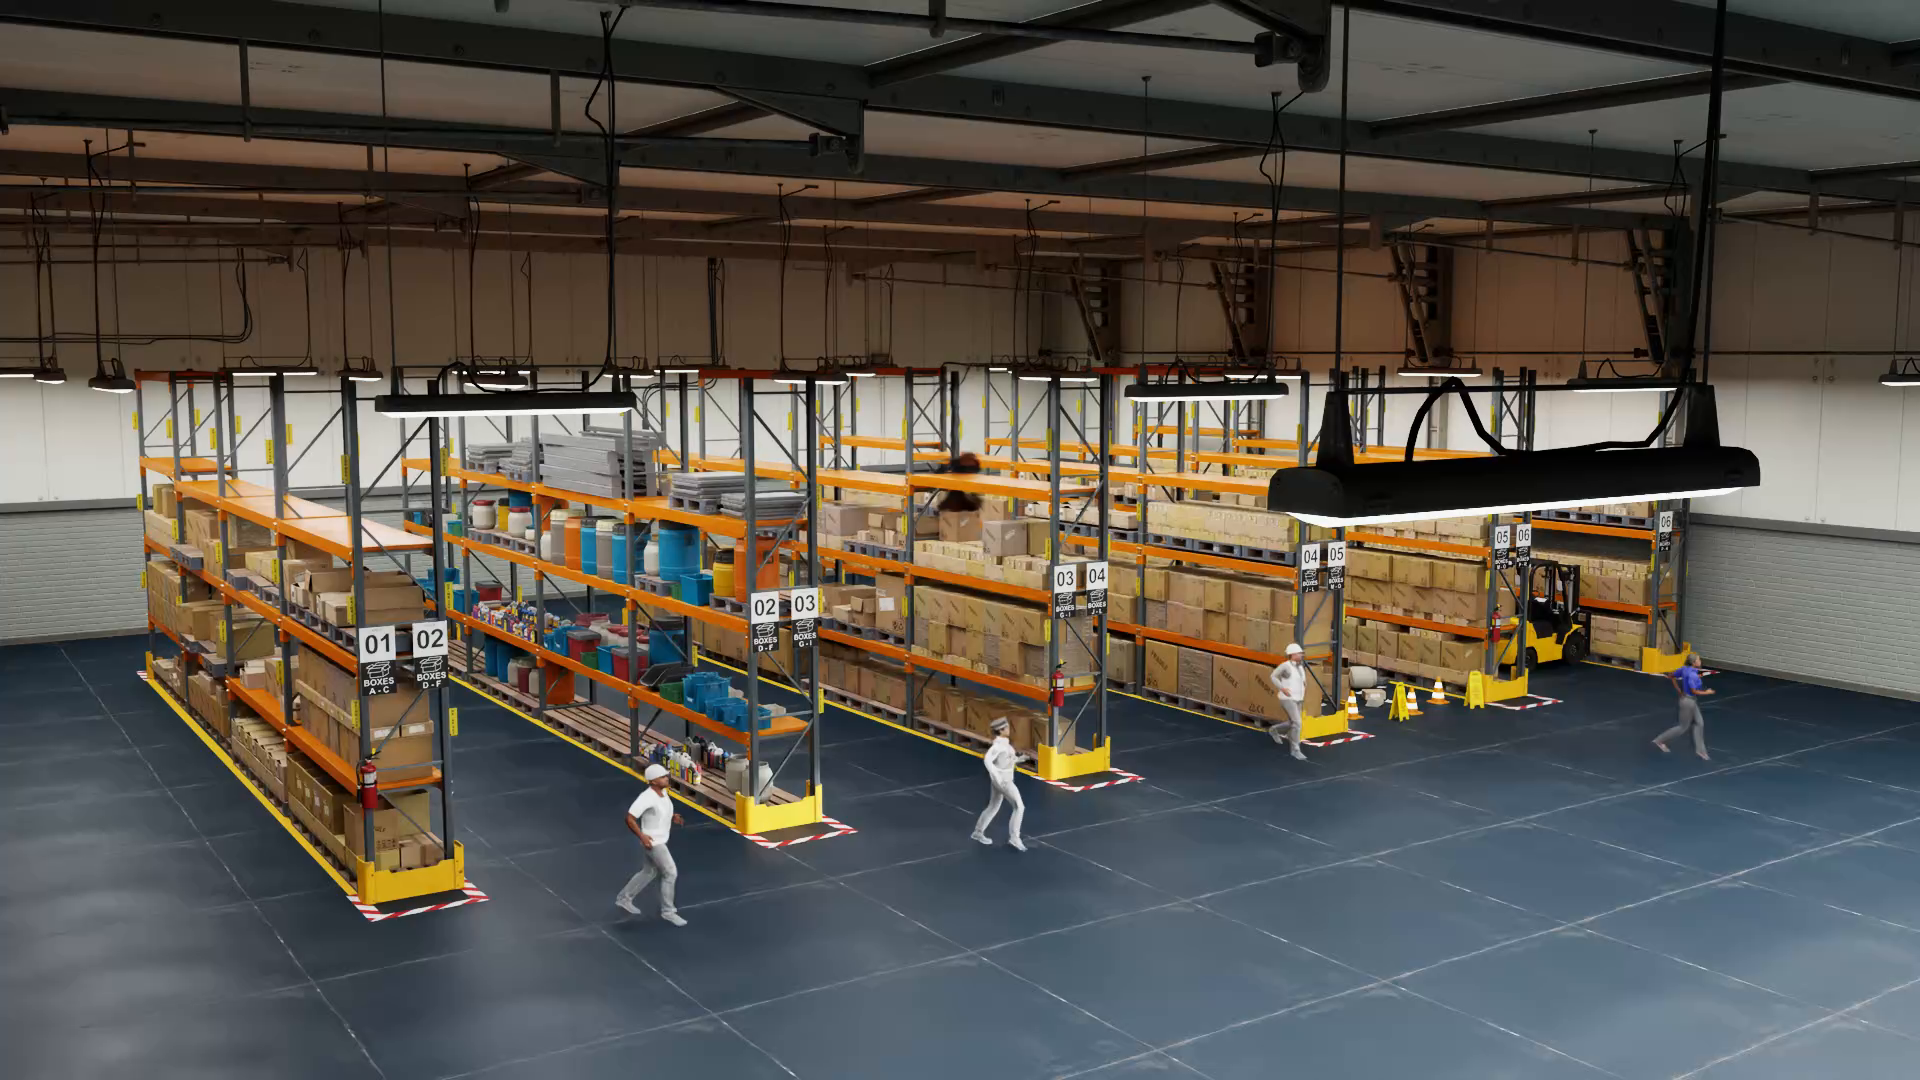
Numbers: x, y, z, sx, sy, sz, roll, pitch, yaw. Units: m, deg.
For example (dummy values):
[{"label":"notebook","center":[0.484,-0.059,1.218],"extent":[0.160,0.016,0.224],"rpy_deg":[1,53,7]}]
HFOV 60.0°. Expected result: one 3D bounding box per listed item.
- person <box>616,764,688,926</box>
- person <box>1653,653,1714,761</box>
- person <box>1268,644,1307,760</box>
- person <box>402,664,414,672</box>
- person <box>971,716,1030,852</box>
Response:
[{"label":"person","center":[-3.435,3.372,18.477],"extent":[0.825,1.815,0.689],"rpy_deg":[0,6,2]},{"label":"person","center":[11.302,2.609,25.931],"extent":[0.874,1.716,0.606],"rpy_deg":[2,7,14]},{"label":"person","center":[5.257,2.515,26.325],"extent":[0.904,1.754,0.678],"rpy_deg":[6,9,43]},{"label":"person","center":[-9.263,2.354,27.610],"extent":[0.610,1.694,0.860],"rpy_deg":[-4,8,-33]},{"label":"person","center":[0.528,3.114,21.156],"extent":[0.743,1.741,0.580],"rpy_deg":[-1,6,-7]}]
